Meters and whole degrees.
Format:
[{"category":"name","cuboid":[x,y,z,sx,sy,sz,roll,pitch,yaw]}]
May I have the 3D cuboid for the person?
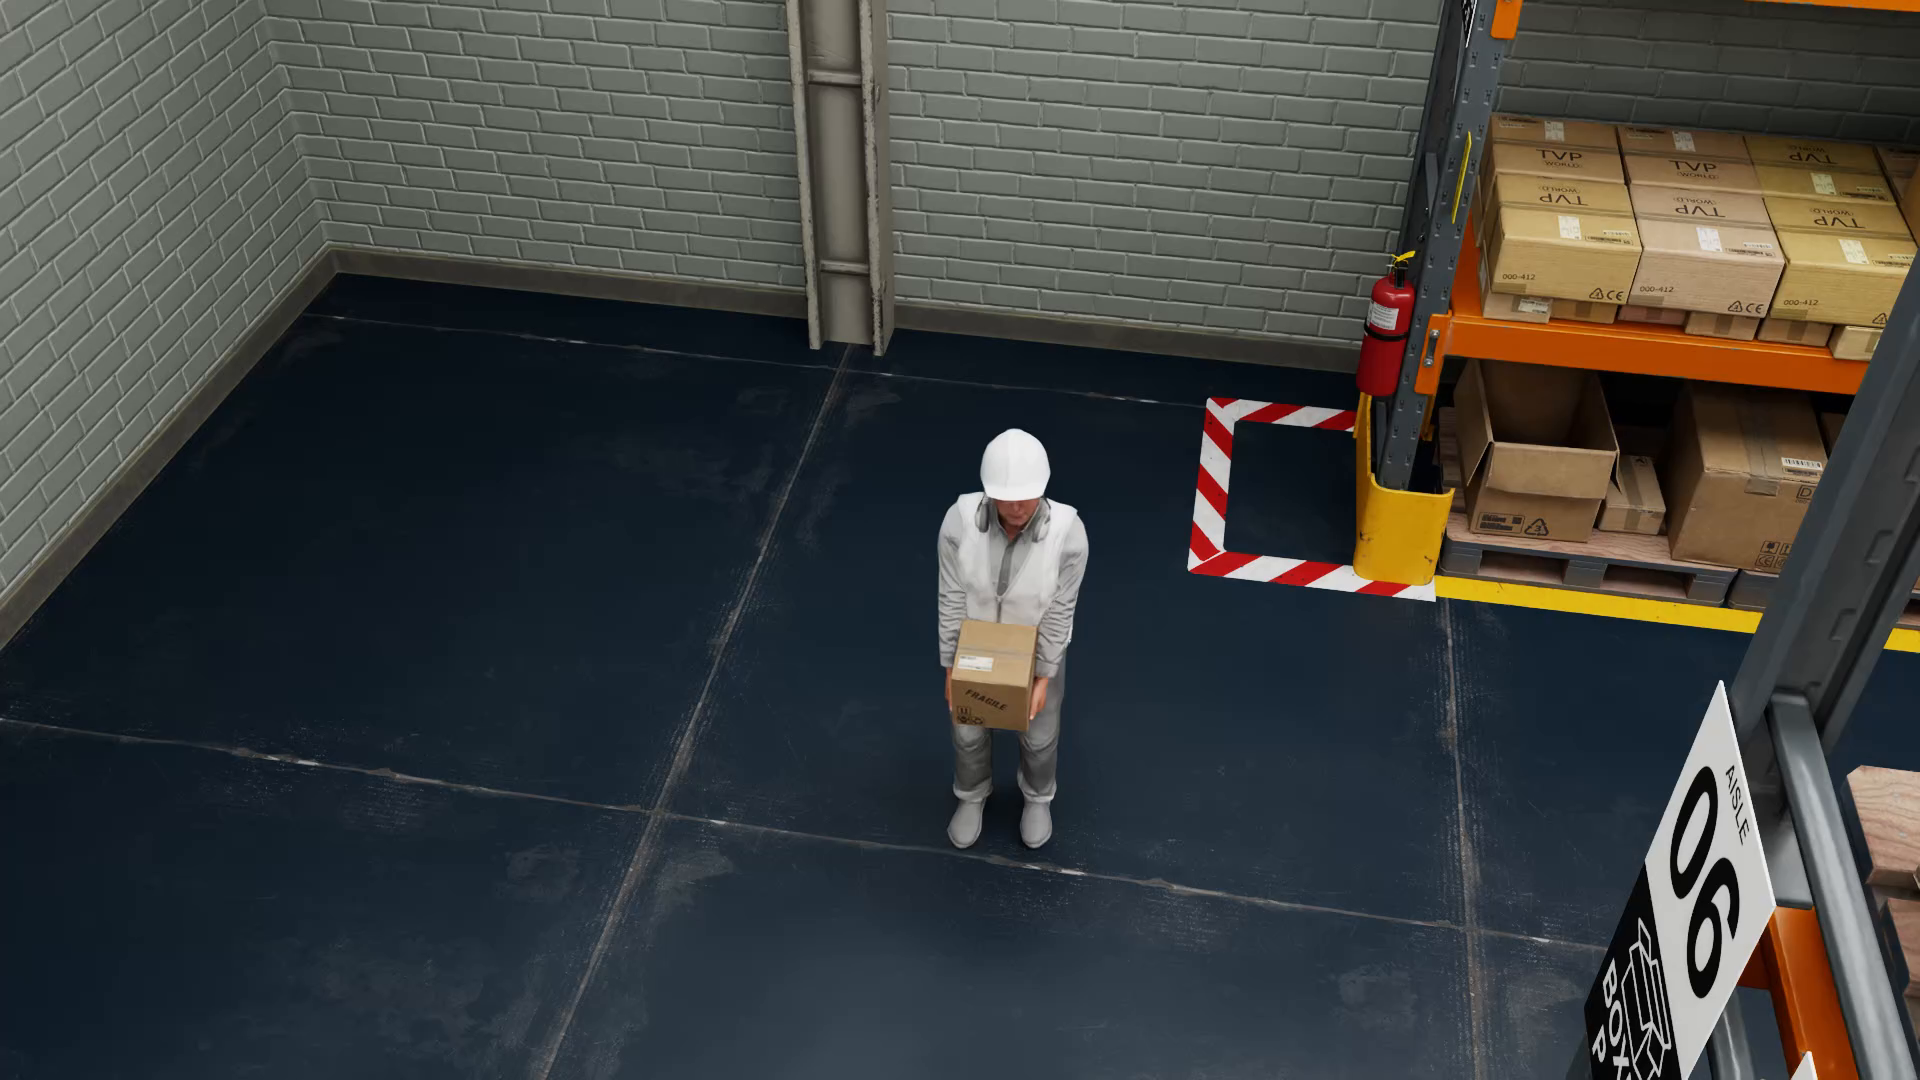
[{"category":"person","cuboid":[0.164,0.396,5.673,0.494,1.772,0.558,6,41,7]}]
